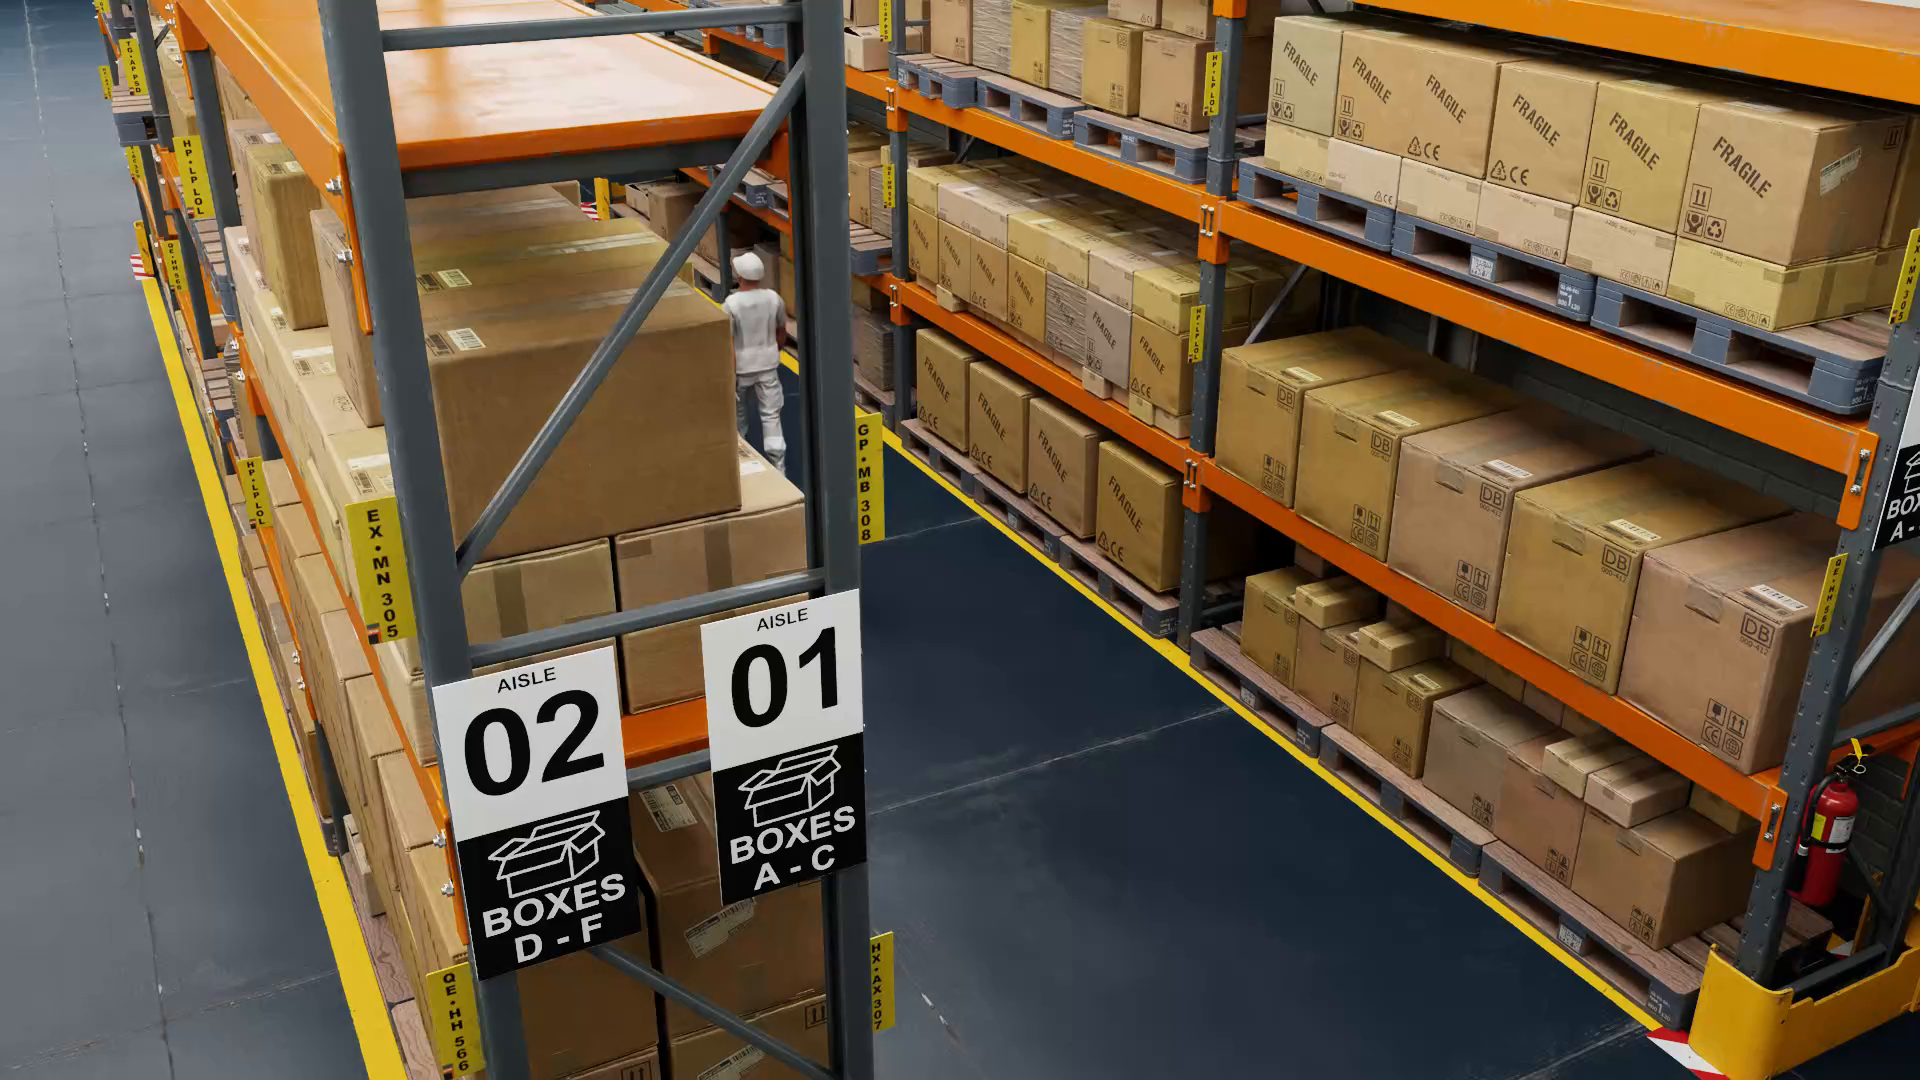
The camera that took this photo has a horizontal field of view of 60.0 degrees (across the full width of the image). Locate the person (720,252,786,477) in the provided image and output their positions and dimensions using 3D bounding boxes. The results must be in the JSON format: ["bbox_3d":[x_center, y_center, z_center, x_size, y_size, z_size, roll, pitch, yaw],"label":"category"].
[{"bbox_3d":[-1.541,-1.309,12.353,0.527,1.739,1.039,-8,26,-17],"label":"person"}]
